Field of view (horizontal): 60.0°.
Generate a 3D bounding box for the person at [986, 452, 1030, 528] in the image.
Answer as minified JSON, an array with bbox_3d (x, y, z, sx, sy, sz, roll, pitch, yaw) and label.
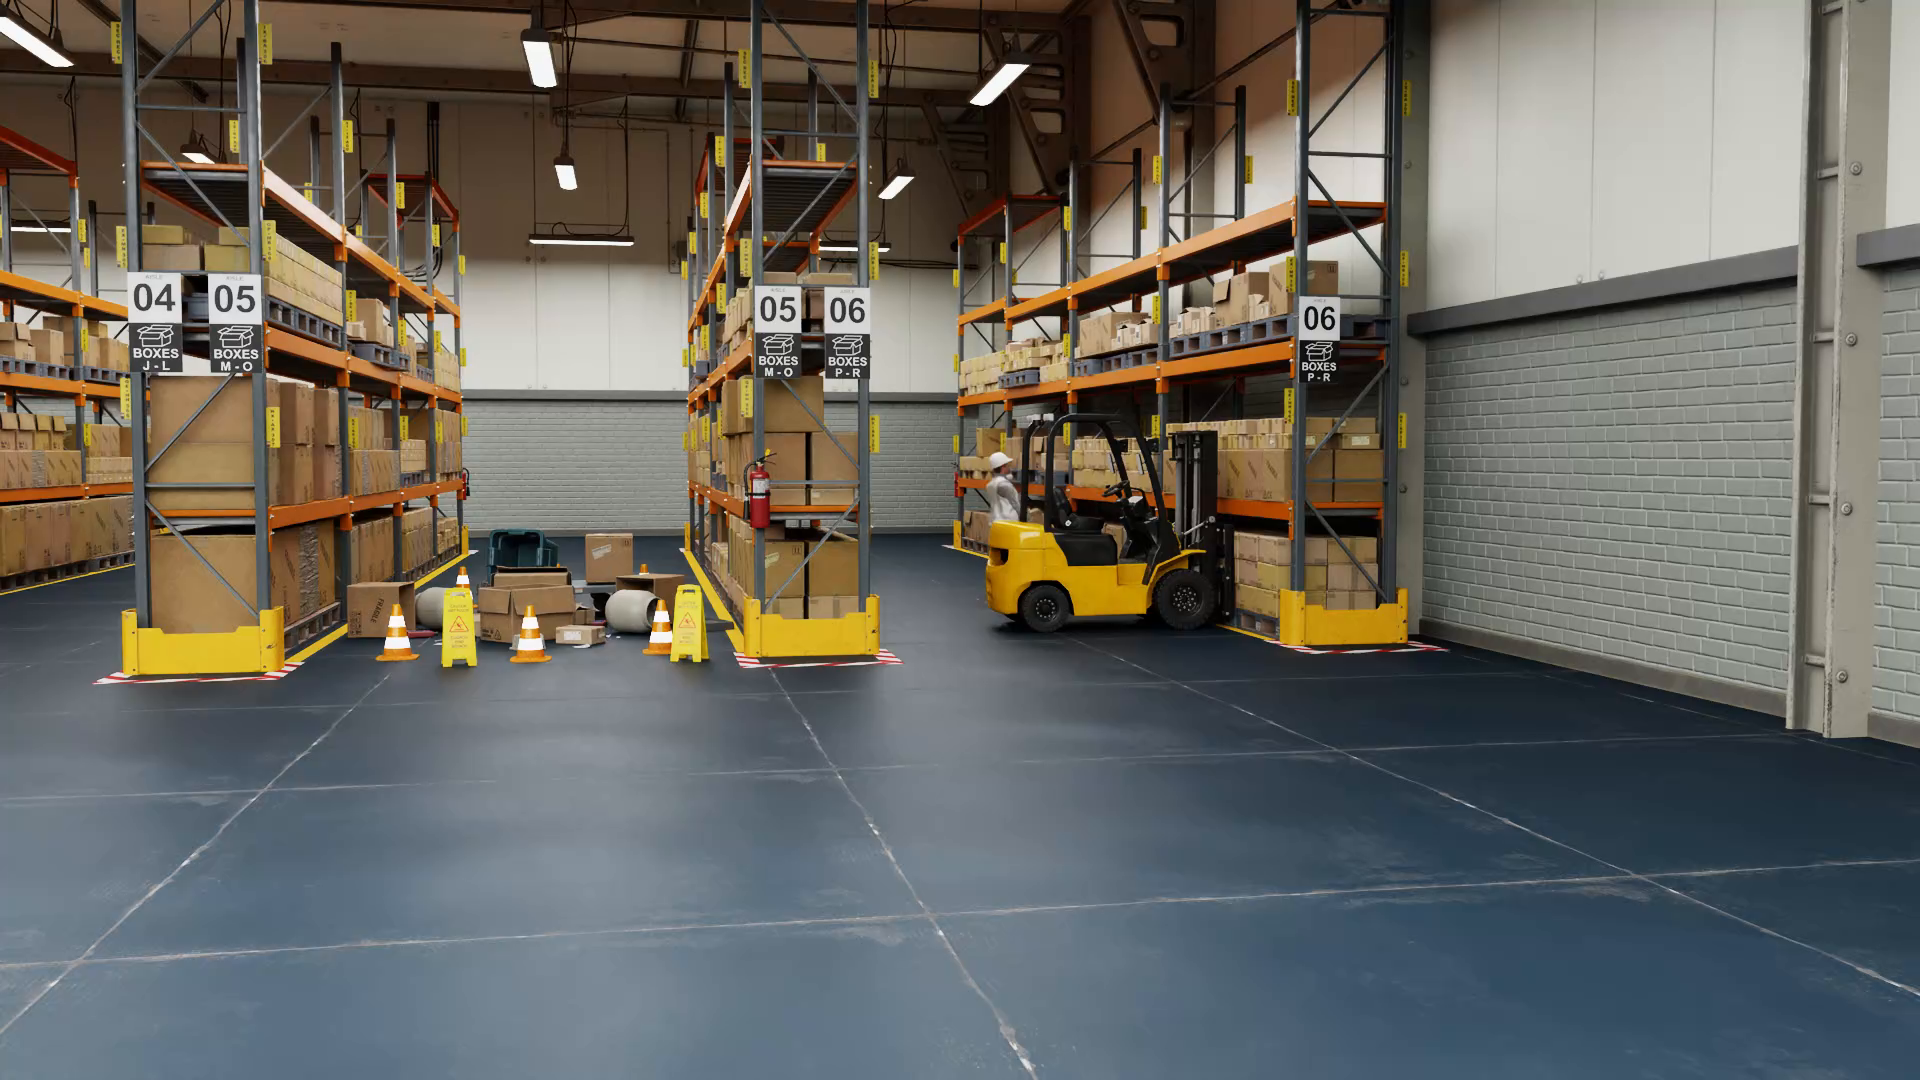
[{"bbox_3d":[0.604,-0.147,19.629,0.540,1.776,0.531,-1,3,-20],"label":"person"}]
